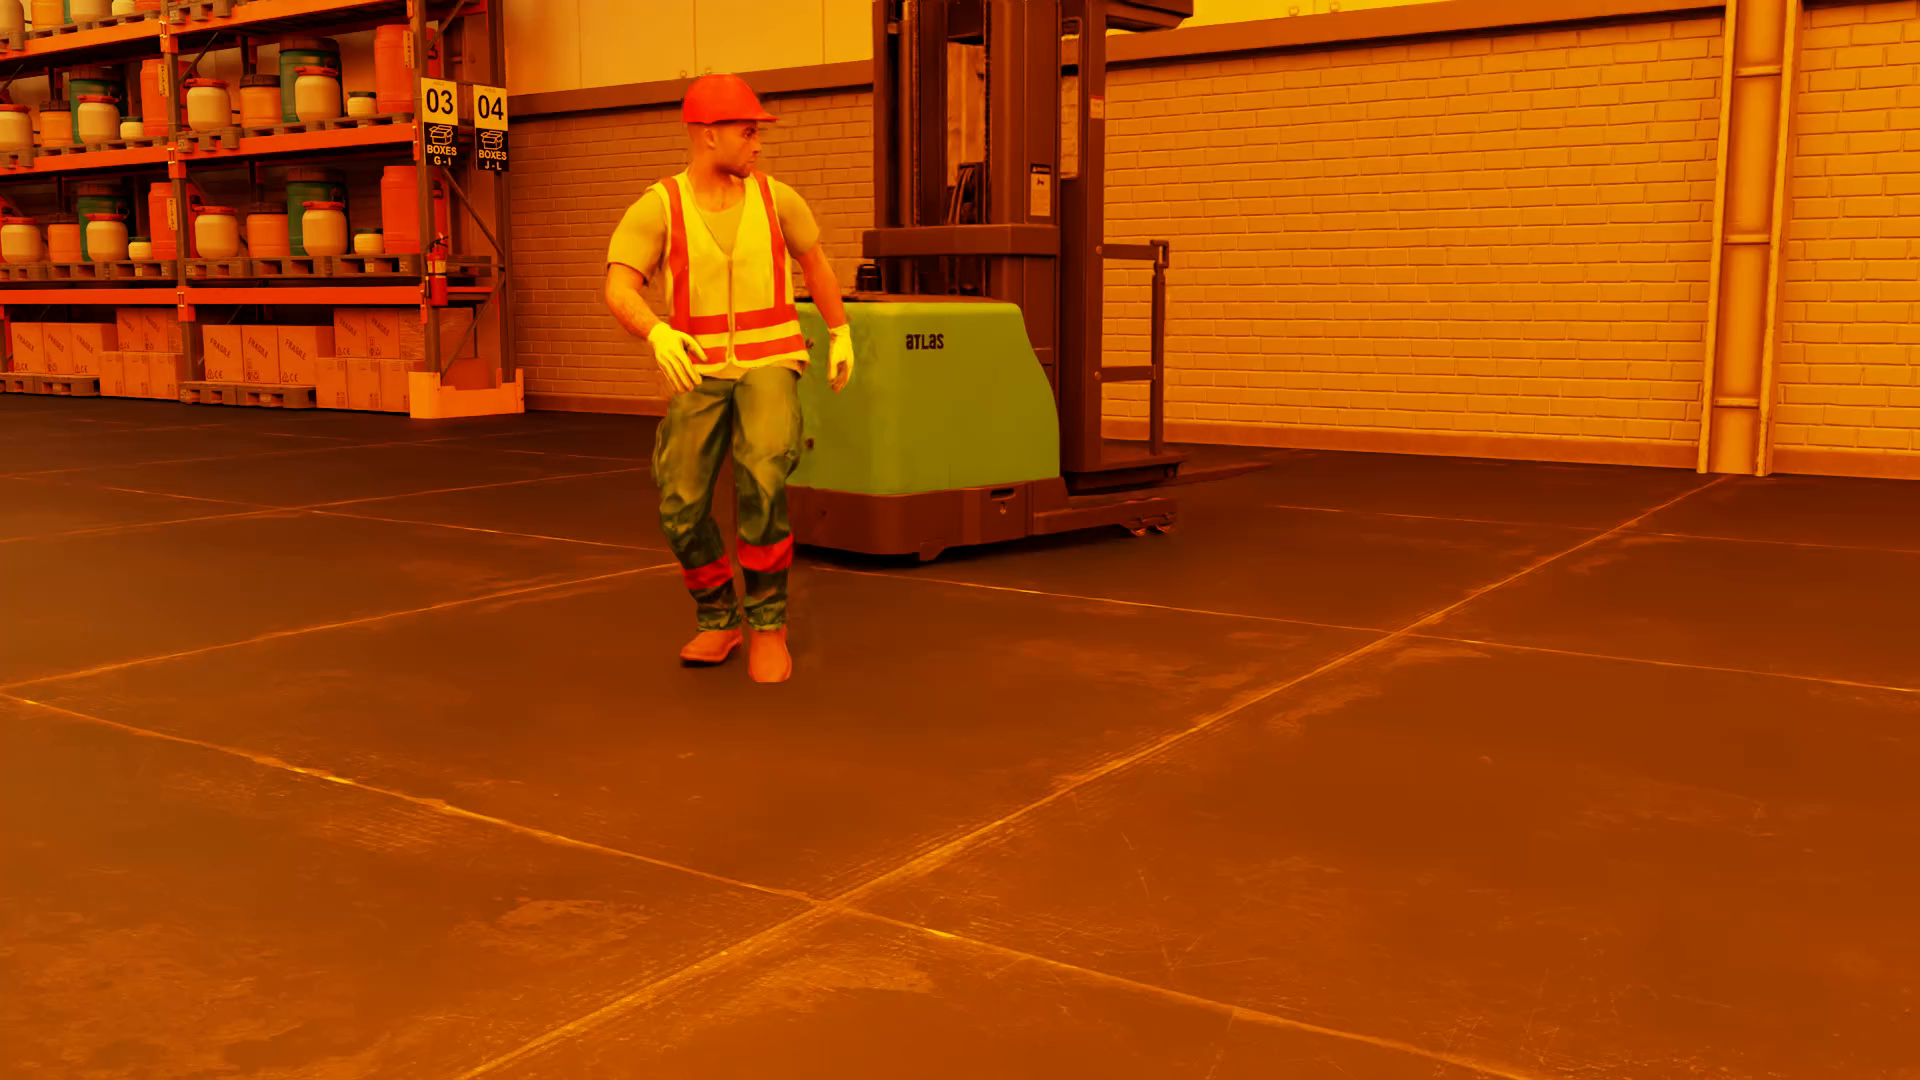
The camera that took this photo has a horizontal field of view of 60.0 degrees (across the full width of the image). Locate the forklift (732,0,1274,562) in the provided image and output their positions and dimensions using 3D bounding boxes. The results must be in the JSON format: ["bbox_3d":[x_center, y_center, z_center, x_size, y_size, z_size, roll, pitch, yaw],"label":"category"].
[{"bbox_3d":[0.387,-1.516,7.856,1.130,2.935,3.031,8,11,44],"label":"forklift"}]

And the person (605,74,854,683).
[{"bbox_3d":[-0.671,-0.458,4.891,0.673,1.756,0.787,0,8,1],"label":"person"}]
